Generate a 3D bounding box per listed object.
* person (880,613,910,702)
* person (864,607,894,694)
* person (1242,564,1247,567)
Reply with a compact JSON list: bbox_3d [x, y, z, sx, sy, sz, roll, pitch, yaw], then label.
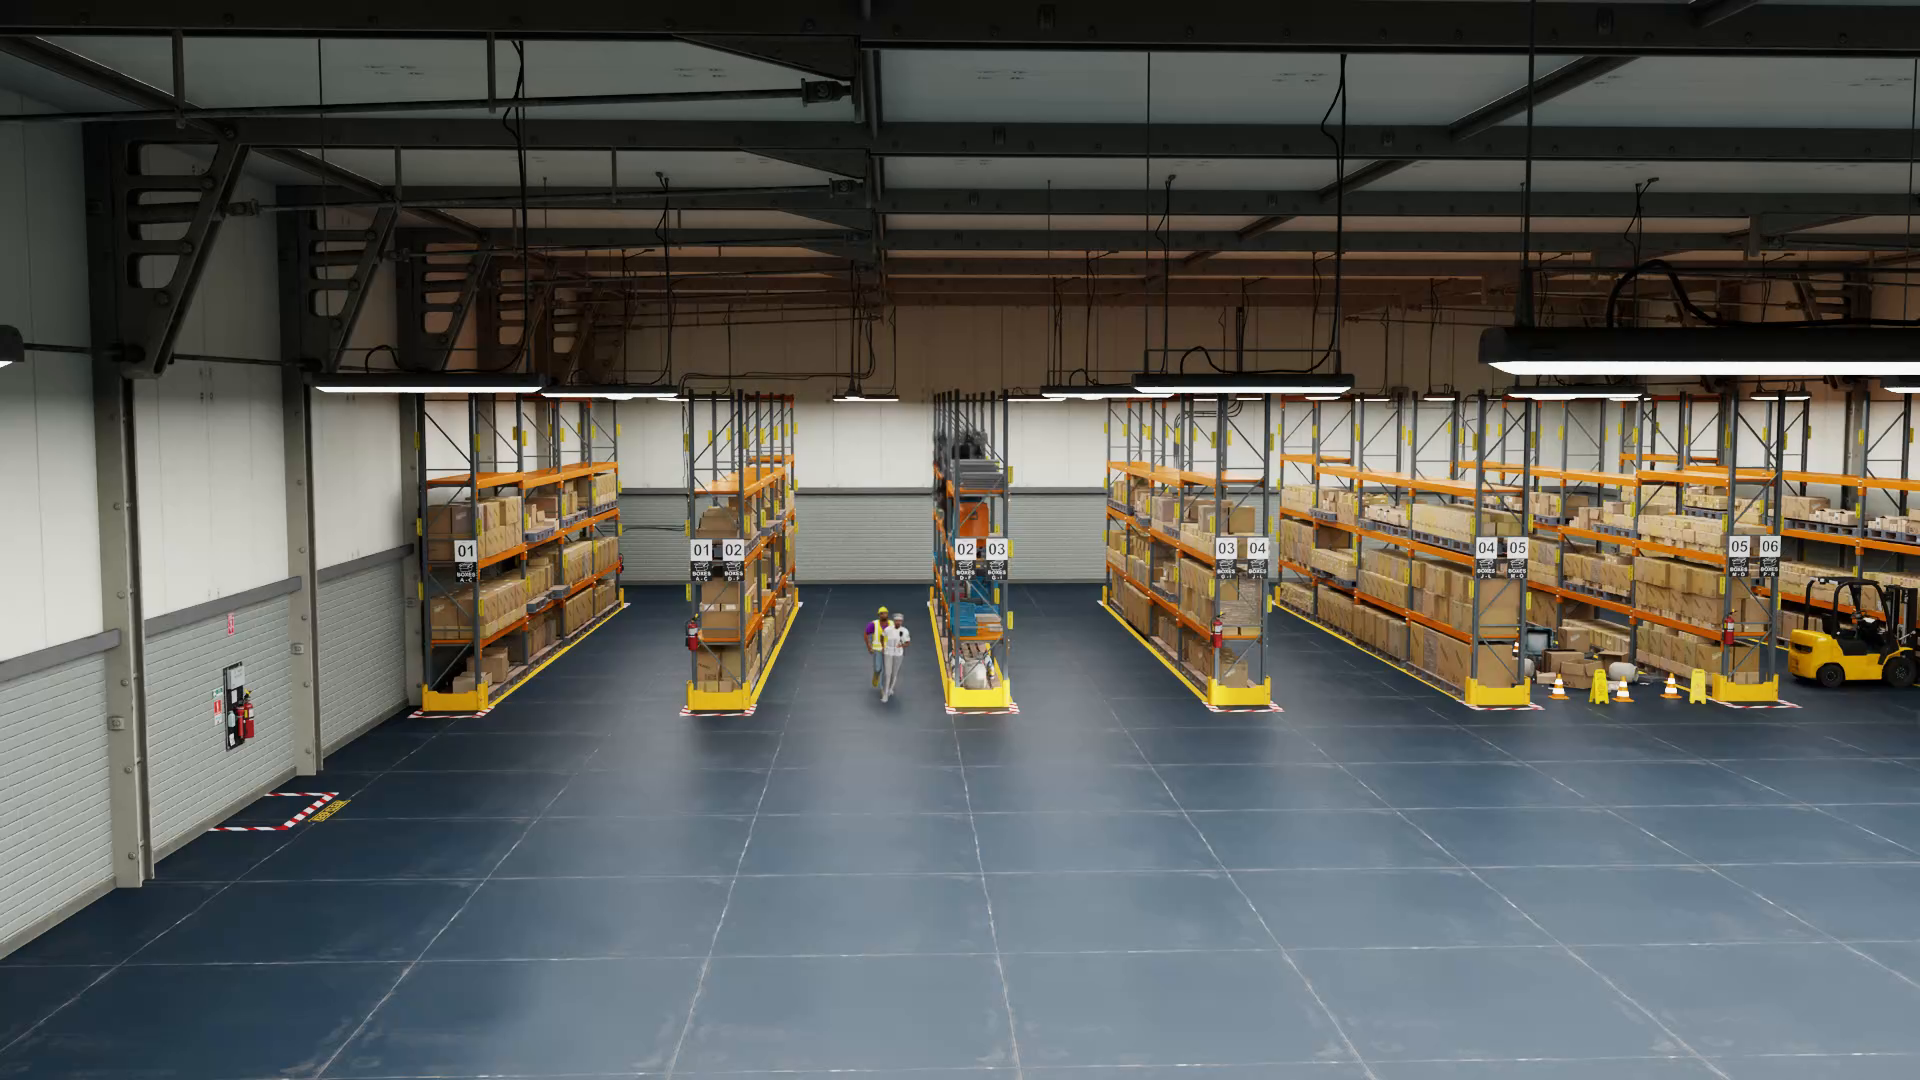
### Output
[{"bbox_3d":[-1.260,2.270,32.347,0.574,1.729,0.796,0,5,-6],"label":"person"},{"bbox_3d":[-1.518,2.185,32.882,0.730,1.726,0.594,-1,5,-7],"label":"person"},{"bbox_3d":[7.884,0.958,48.059,0.873,1.685,0.560,3,5,29],"label":"person"}]
